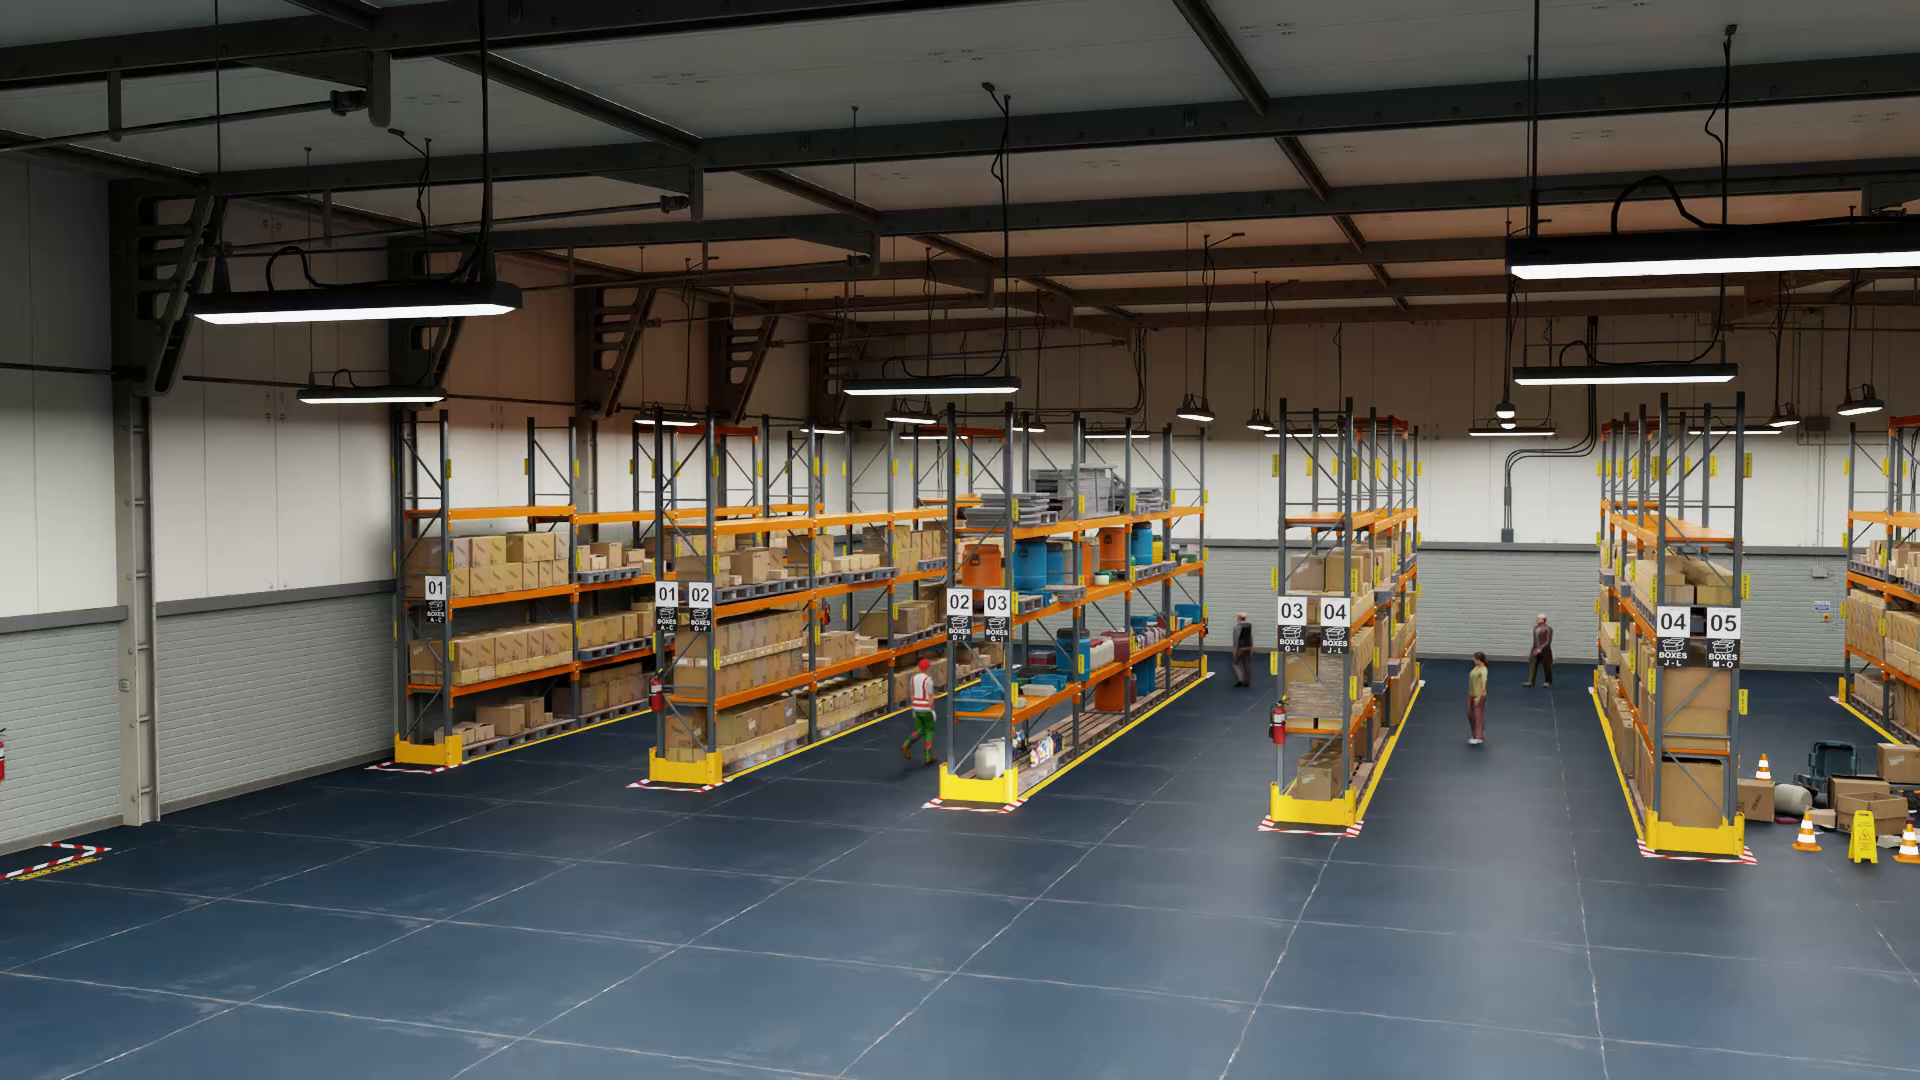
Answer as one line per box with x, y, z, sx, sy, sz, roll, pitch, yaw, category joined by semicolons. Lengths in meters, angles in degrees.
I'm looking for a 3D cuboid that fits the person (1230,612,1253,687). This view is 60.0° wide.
6.466;2.515;38.171;0.414;1.736;0.596;2;3;43;person

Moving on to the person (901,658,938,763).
-0.657;2.894;28.196;0.724;1.779;0.557;-2;3;-38;person

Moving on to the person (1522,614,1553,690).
13.088;2.517;37.455;0.530;1.706;1.231;2;3;38;person

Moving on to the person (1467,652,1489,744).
9.438;2.888;30.340;0.406;1.728;0.524;0;2;-10;person
